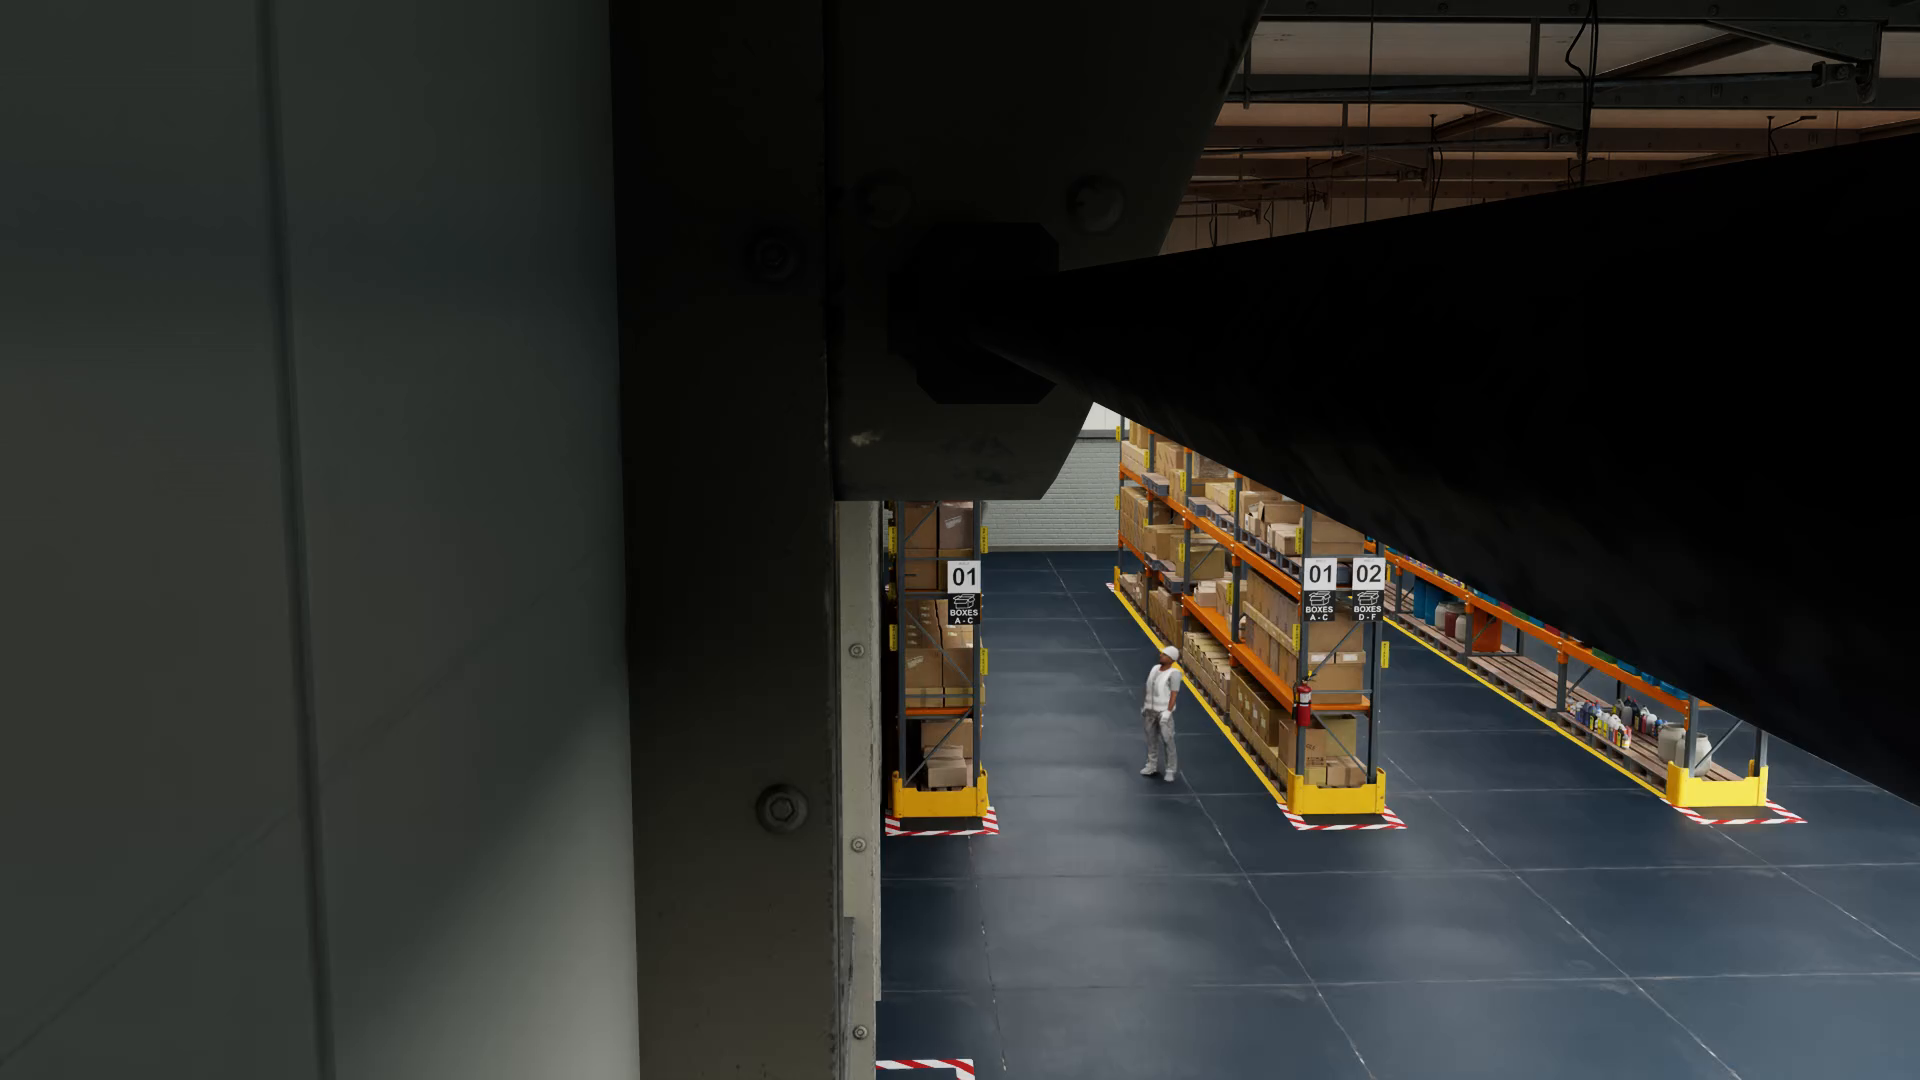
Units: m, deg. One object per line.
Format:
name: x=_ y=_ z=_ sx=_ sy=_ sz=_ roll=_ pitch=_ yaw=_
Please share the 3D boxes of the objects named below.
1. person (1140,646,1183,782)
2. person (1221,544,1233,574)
person: x=2.655 y=2.301 z=22.155 sx=0.600 sy=1.792 sz=0.493 roll=7 pitch=11 yaw=41
person: x=5.751 y=0.252 z=36.118 sx=0.683 sy=1.735 sz=1.004 roll=-3 pitch=9 yaw=-21
